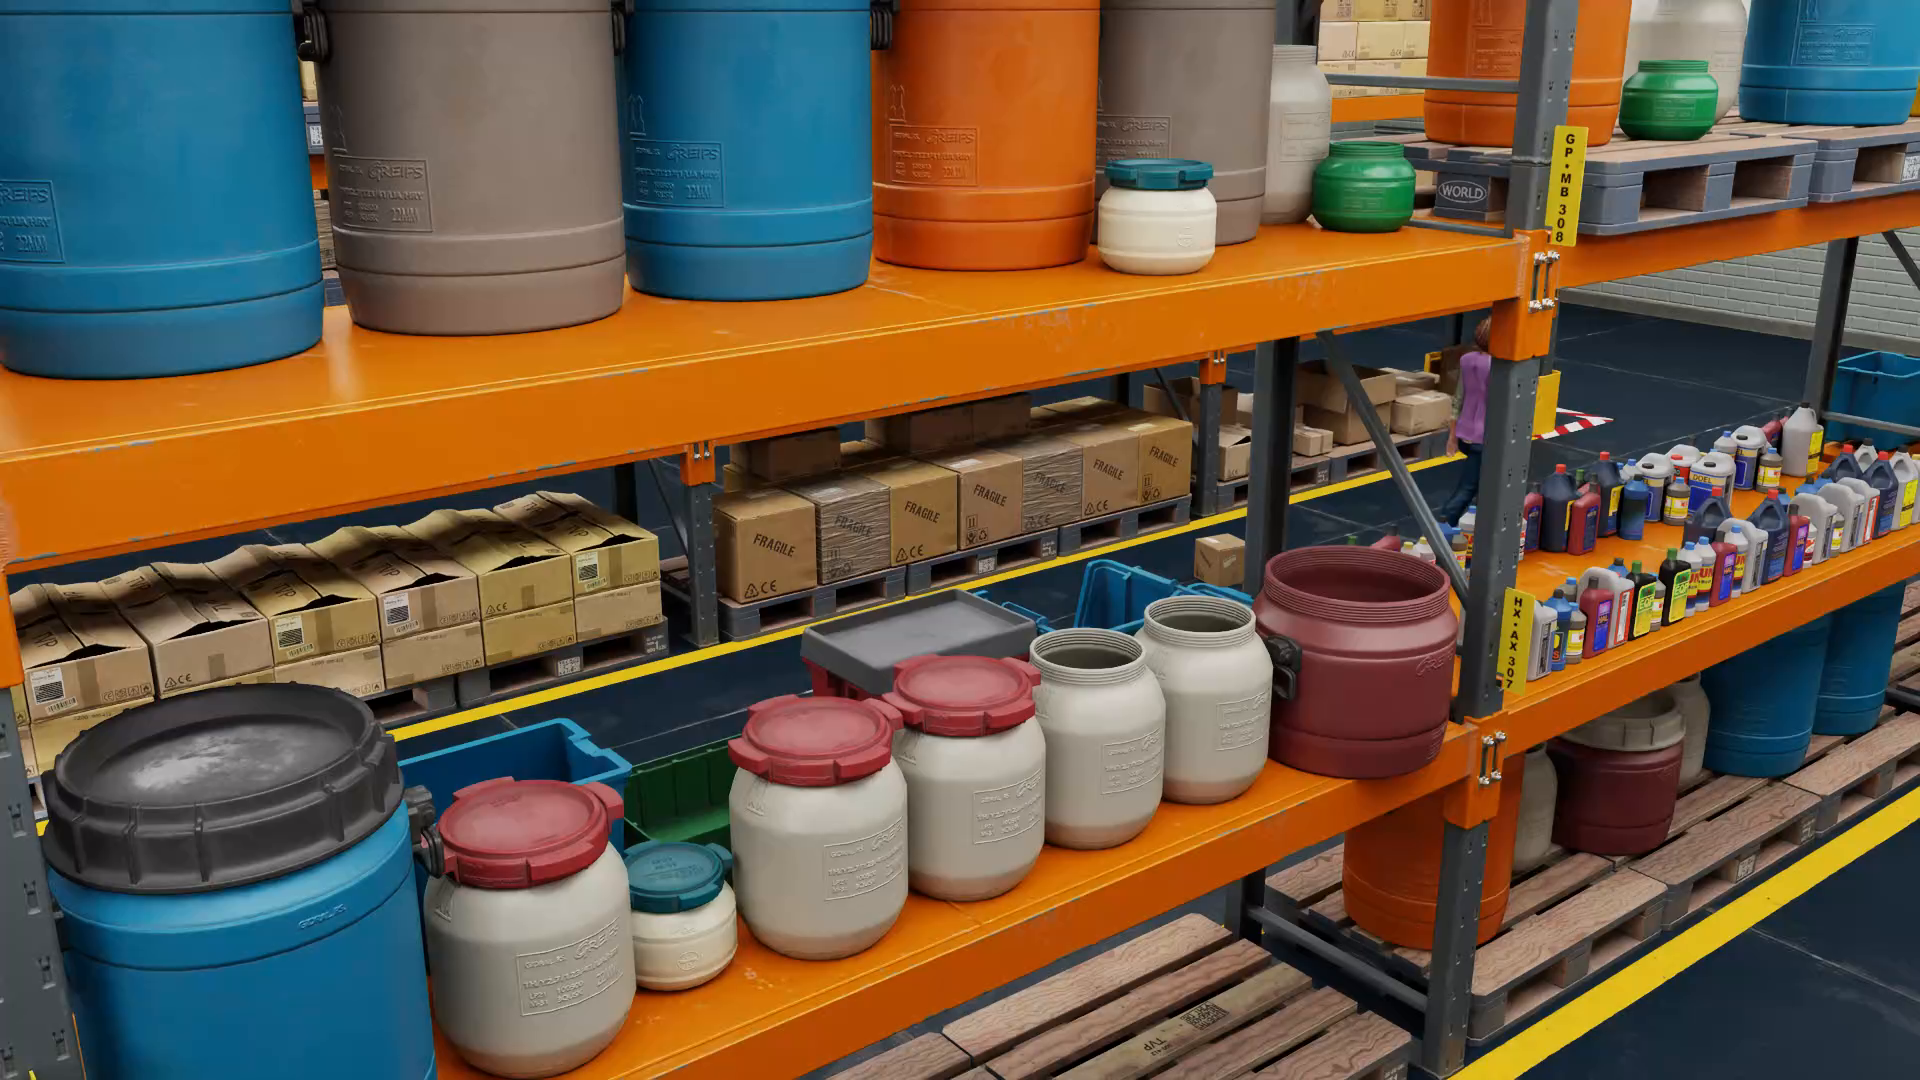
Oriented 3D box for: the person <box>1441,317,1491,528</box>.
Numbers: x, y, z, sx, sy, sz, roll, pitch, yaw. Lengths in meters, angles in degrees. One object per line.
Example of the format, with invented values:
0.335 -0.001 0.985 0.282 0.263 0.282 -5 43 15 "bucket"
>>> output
3.344 -0.613 10.472 0.802 1.578 0.427 -7 19 -20 "person"
